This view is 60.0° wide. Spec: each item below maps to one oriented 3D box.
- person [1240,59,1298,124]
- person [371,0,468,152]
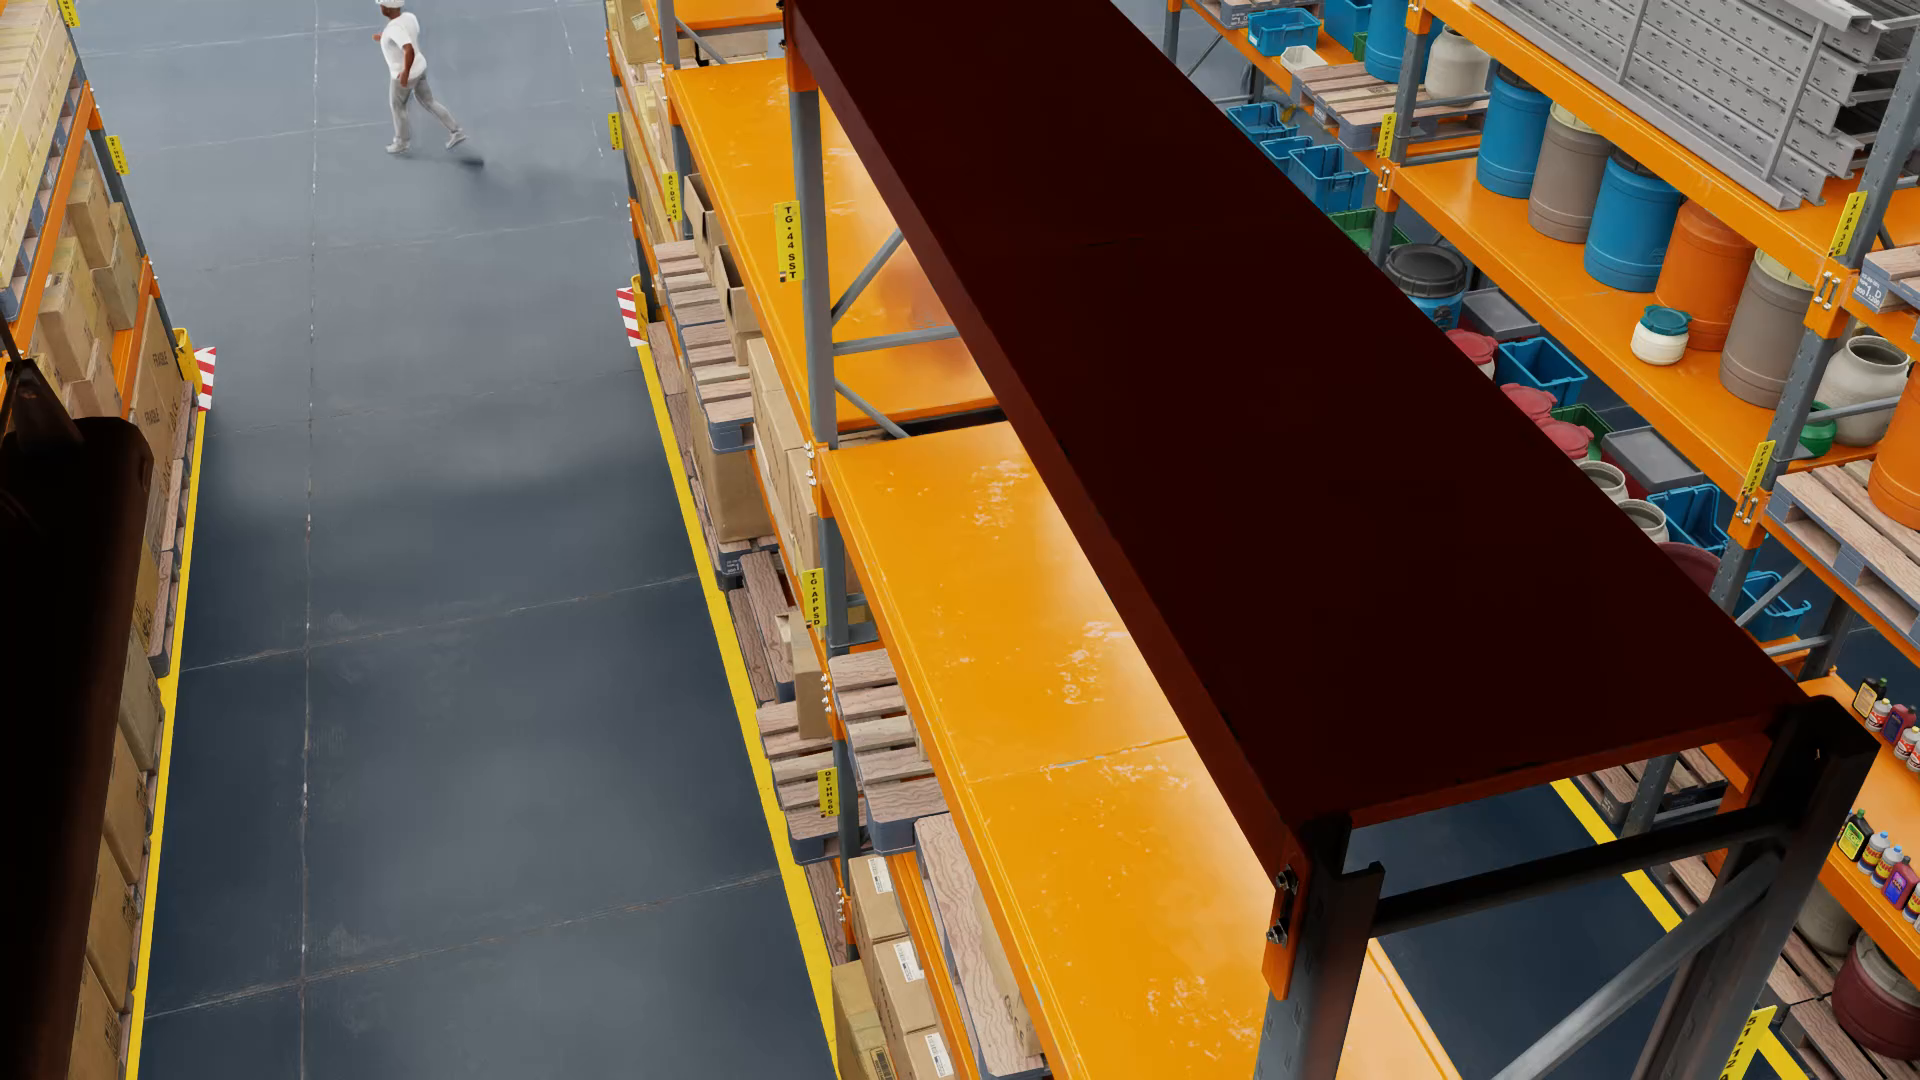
[{"bbox_3d":[3.383,-5.323,18.147,0.747,1.735,0.703,5,39,6],"label":"person"},{"bbox_3d":[-5.800,-4.924,17.572,0.950,1.781,0.688,9,39,11],"label":"person"}]
